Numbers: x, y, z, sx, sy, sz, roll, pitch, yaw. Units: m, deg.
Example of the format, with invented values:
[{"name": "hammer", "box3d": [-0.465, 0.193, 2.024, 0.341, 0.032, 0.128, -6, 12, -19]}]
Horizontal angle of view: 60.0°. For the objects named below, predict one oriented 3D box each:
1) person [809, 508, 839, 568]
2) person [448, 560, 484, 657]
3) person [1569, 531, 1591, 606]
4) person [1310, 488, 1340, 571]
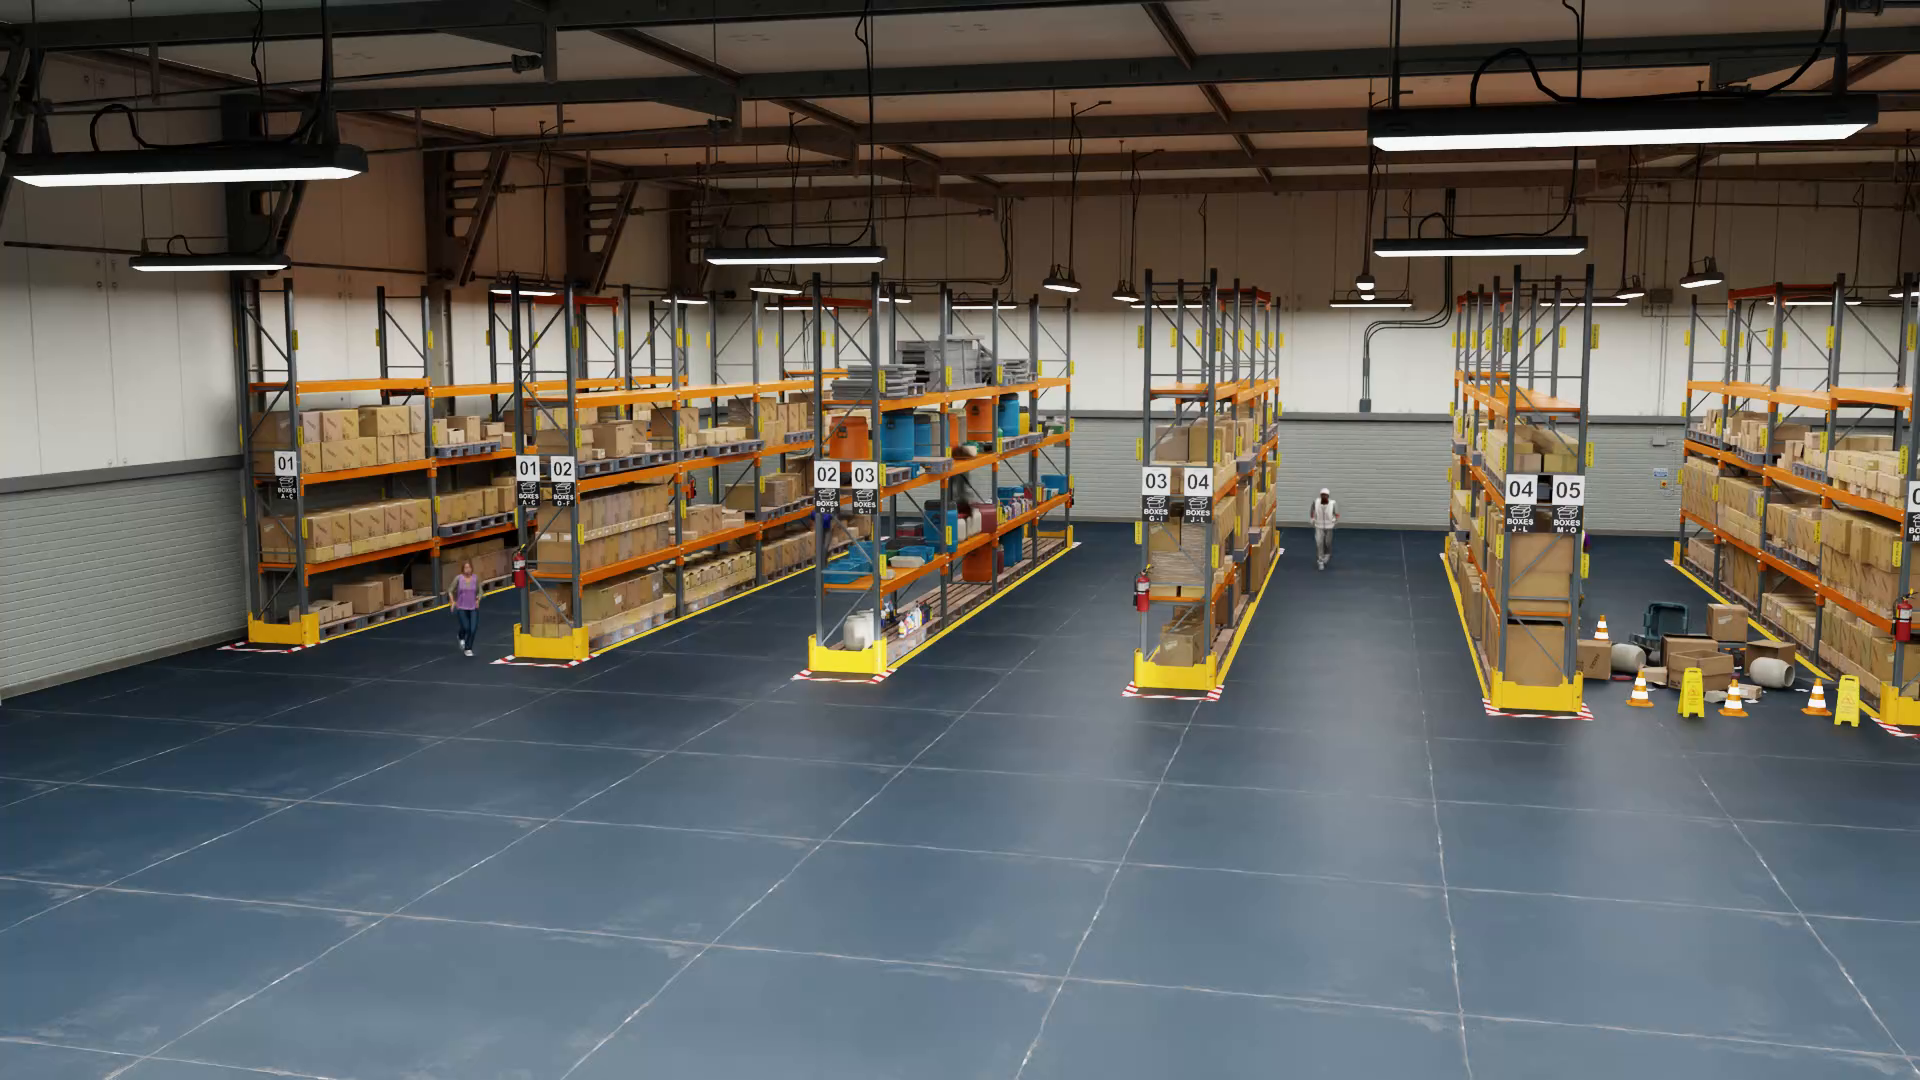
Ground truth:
[{"name": "person", "box3d": [-2.780, -0.103, 34.101, 0.598, 1.602, 0.909, 0, 7, -1]}, {"name": "person", "box3d": [-7.788, 1.090, 26.280, 0.530, 1.546, 0.575, -3, 8, -26]}, {"name": "person", "box3d": [11.530, 0.415, 31.230, 0.698, 1.718, 0.821, 0, 7, 2]}, {"name": "person", "box3d": [8.028, -0.264, 36.627, 0.642, 1.779, 0.985, 1, 7, 12]}]
